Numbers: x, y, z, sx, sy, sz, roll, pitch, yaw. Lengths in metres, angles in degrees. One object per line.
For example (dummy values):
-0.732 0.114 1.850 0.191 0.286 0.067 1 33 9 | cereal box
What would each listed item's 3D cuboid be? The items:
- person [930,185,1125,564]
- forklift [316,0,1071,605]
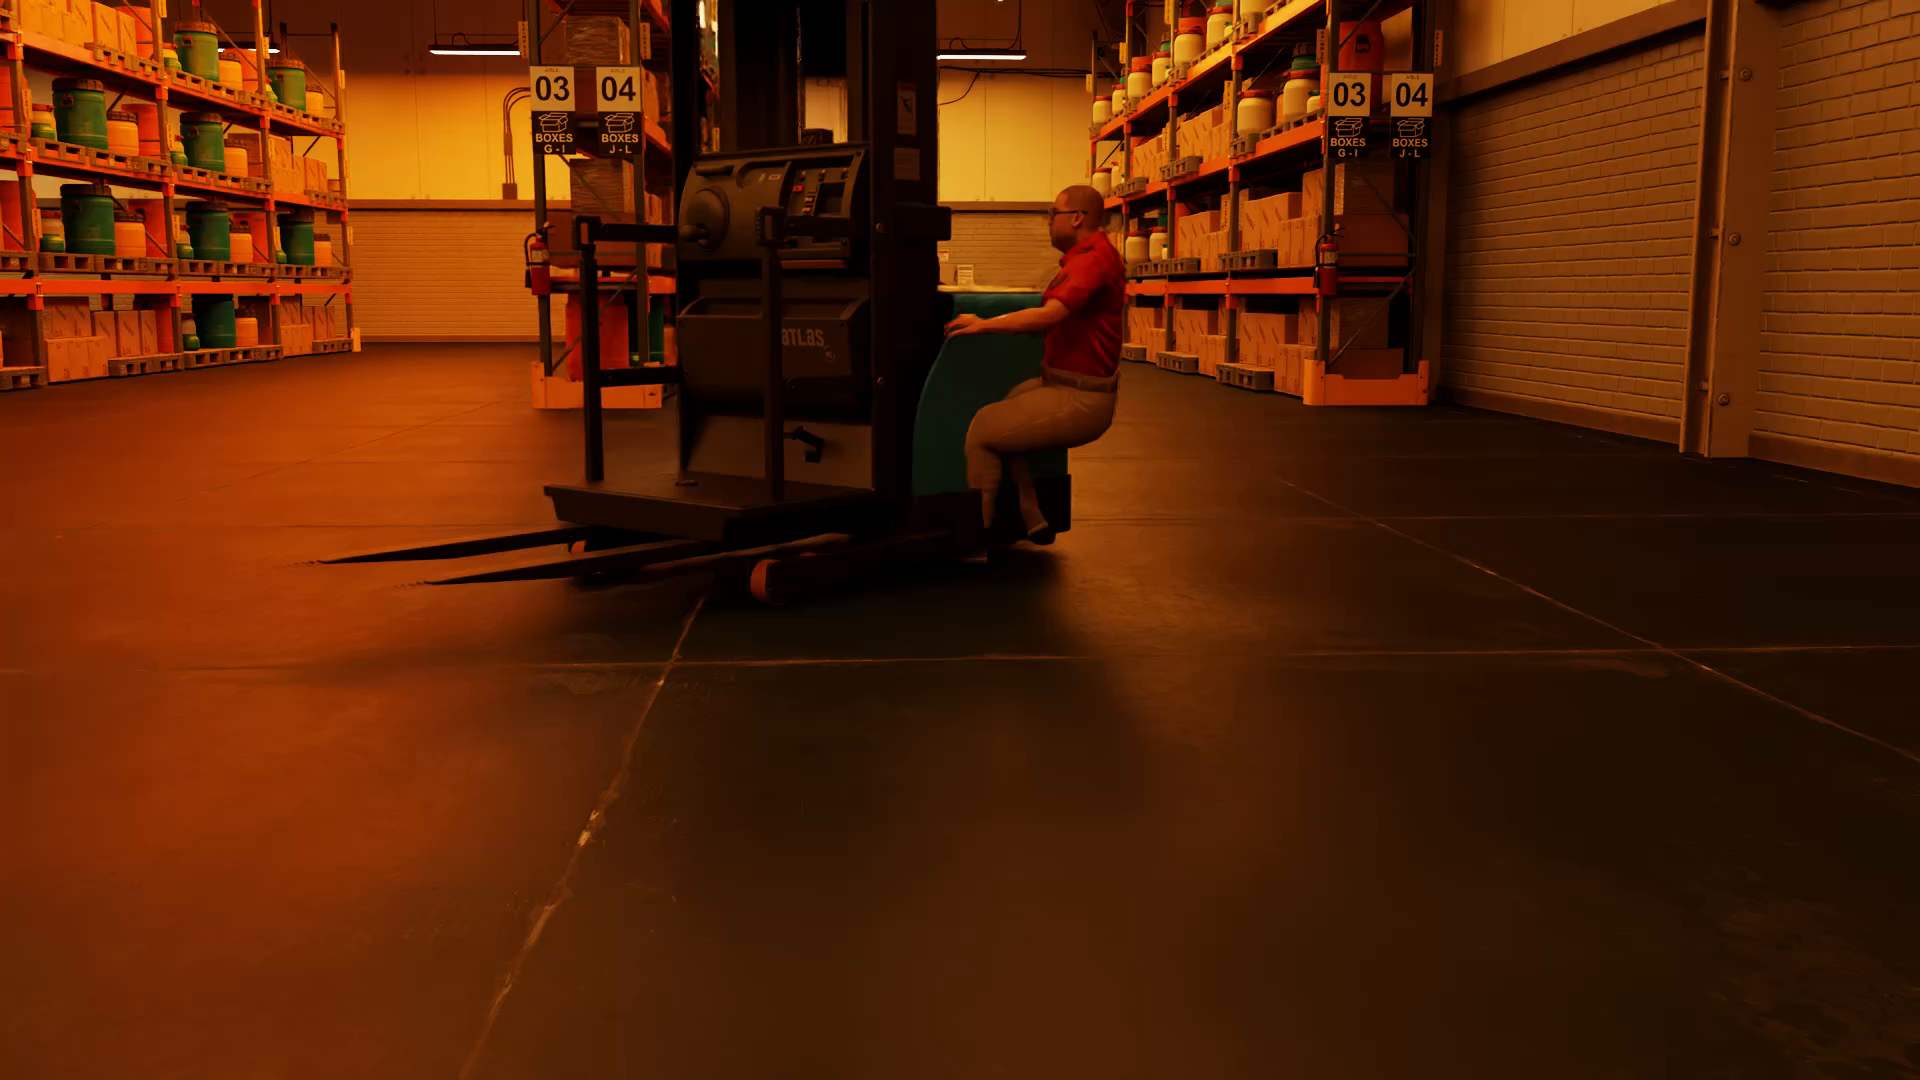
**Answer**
0.223 -0.638 6.569 0.846 1.491 0.881 1 8 4 | person
-0.853 -1.305 6.116 1.130 2.935 3.031 7 11 39 | forklift
